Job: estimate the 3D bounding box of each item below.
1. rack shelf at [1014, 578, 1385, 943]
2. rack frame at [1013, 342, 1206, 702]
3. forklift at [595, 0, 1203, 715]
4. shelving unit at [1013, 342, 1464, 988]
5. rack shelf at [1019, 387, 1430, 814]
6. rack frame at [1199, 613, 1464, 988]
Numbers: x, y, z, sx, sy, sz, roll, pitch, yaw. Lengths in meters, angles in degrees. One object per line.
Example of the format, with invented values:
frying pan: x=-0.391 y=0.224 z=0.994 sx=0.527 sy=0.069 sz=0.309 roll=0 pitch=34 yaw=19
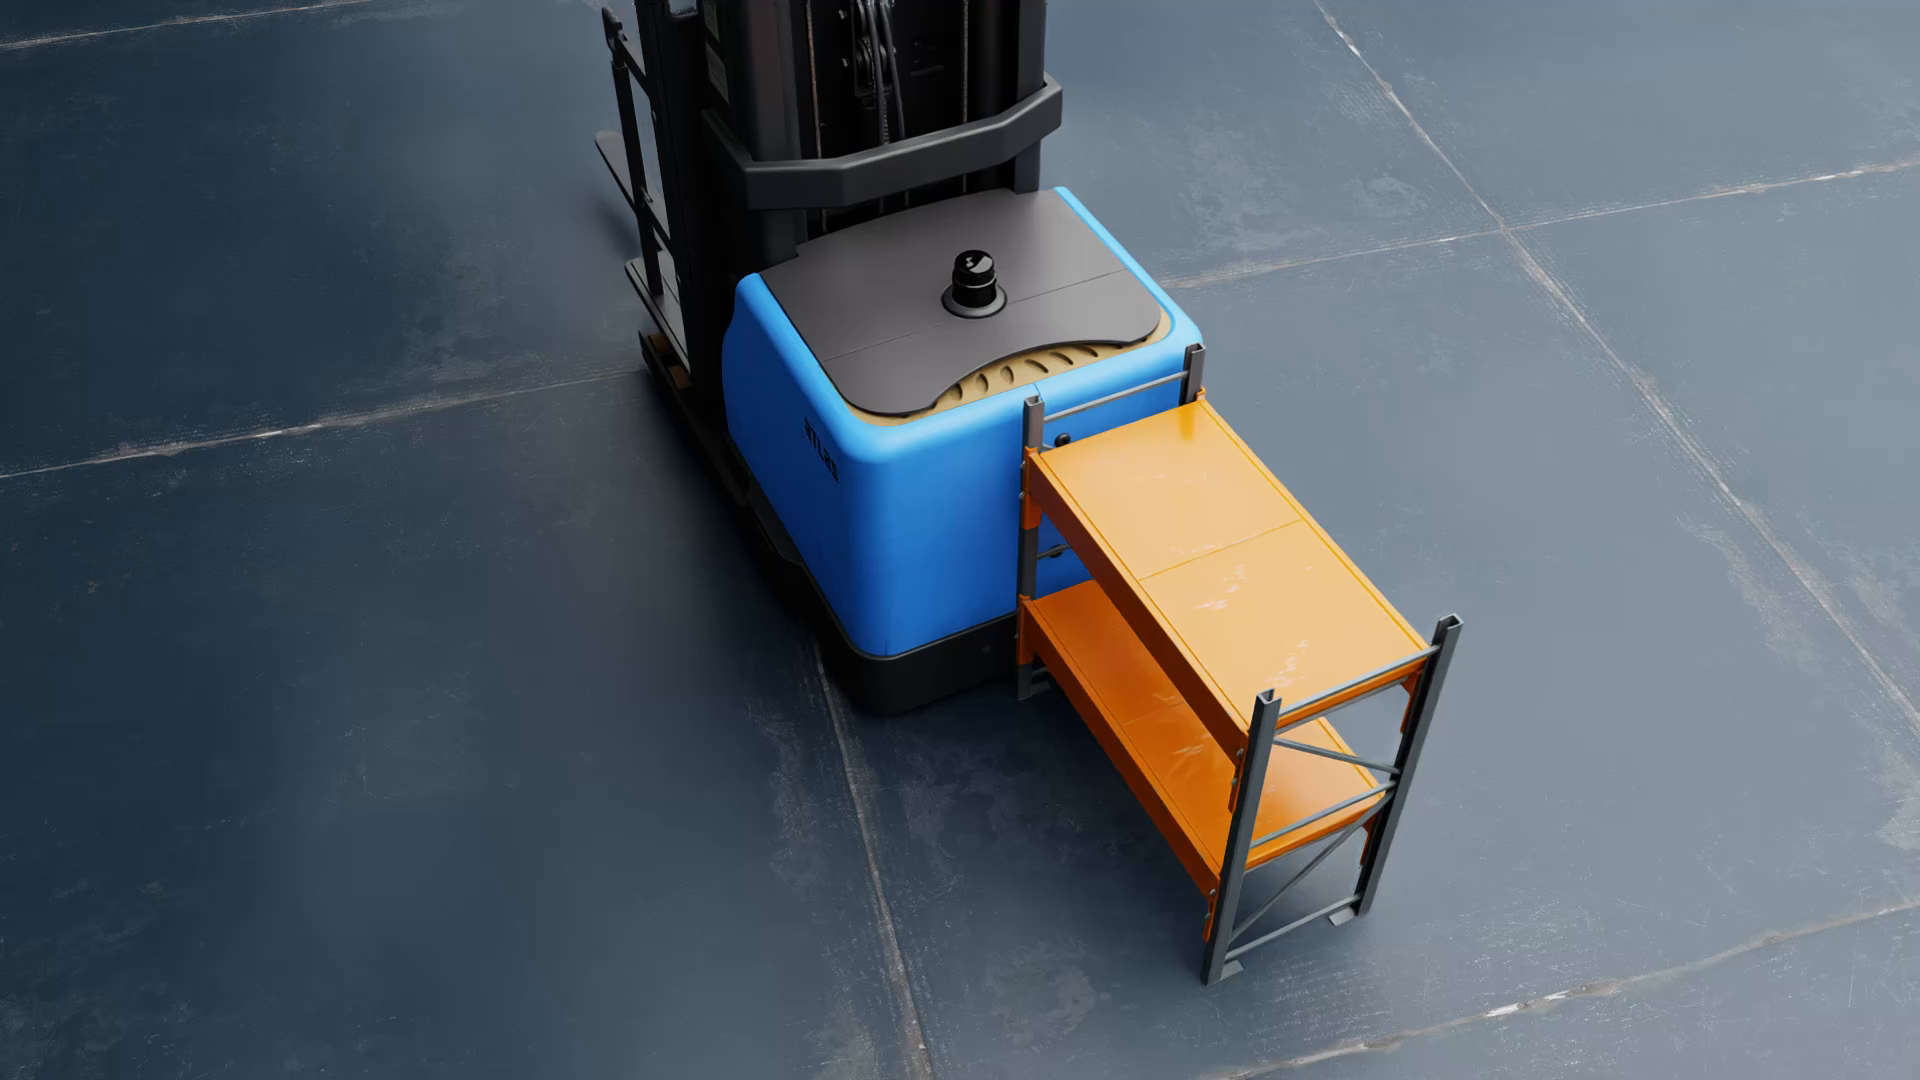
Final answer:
rack shelf: x=0.608 y=0.482 z=4.333 sx=0.538 sy=0.278 sz=1.000 roll=-19 pitch=49 yaw=-18
rack frame: x=0.384 y=-0.015 z=4.477 sx=0.500 sy=1.125 sz=0.032 roll=-19 pitch=49 yaw=-18
forklift: x=-0.455 y=-1.593 z=4.759 sx=1.130 sy=2.935 sz=3.031 roll=-19 pitch=49 yaw=-18
shelving unit: x=0.608 y=0.311 z=4.158 sx=0.538 sy=1.125 sz=1.048 roll=-19 pitch=49 yaw=-18
rack shelf: x=0.608 y=0.106 z=3.949 sx=0.538 sy=0.278 sz=1.000 roll=-19 pitch=49 yaw=-18
rack frame: x=0.832 y=0.636 z=3.839 sx=0.500 sy=1.125 sz=0.032 roll=-19 pitch=49 yaw=-18
